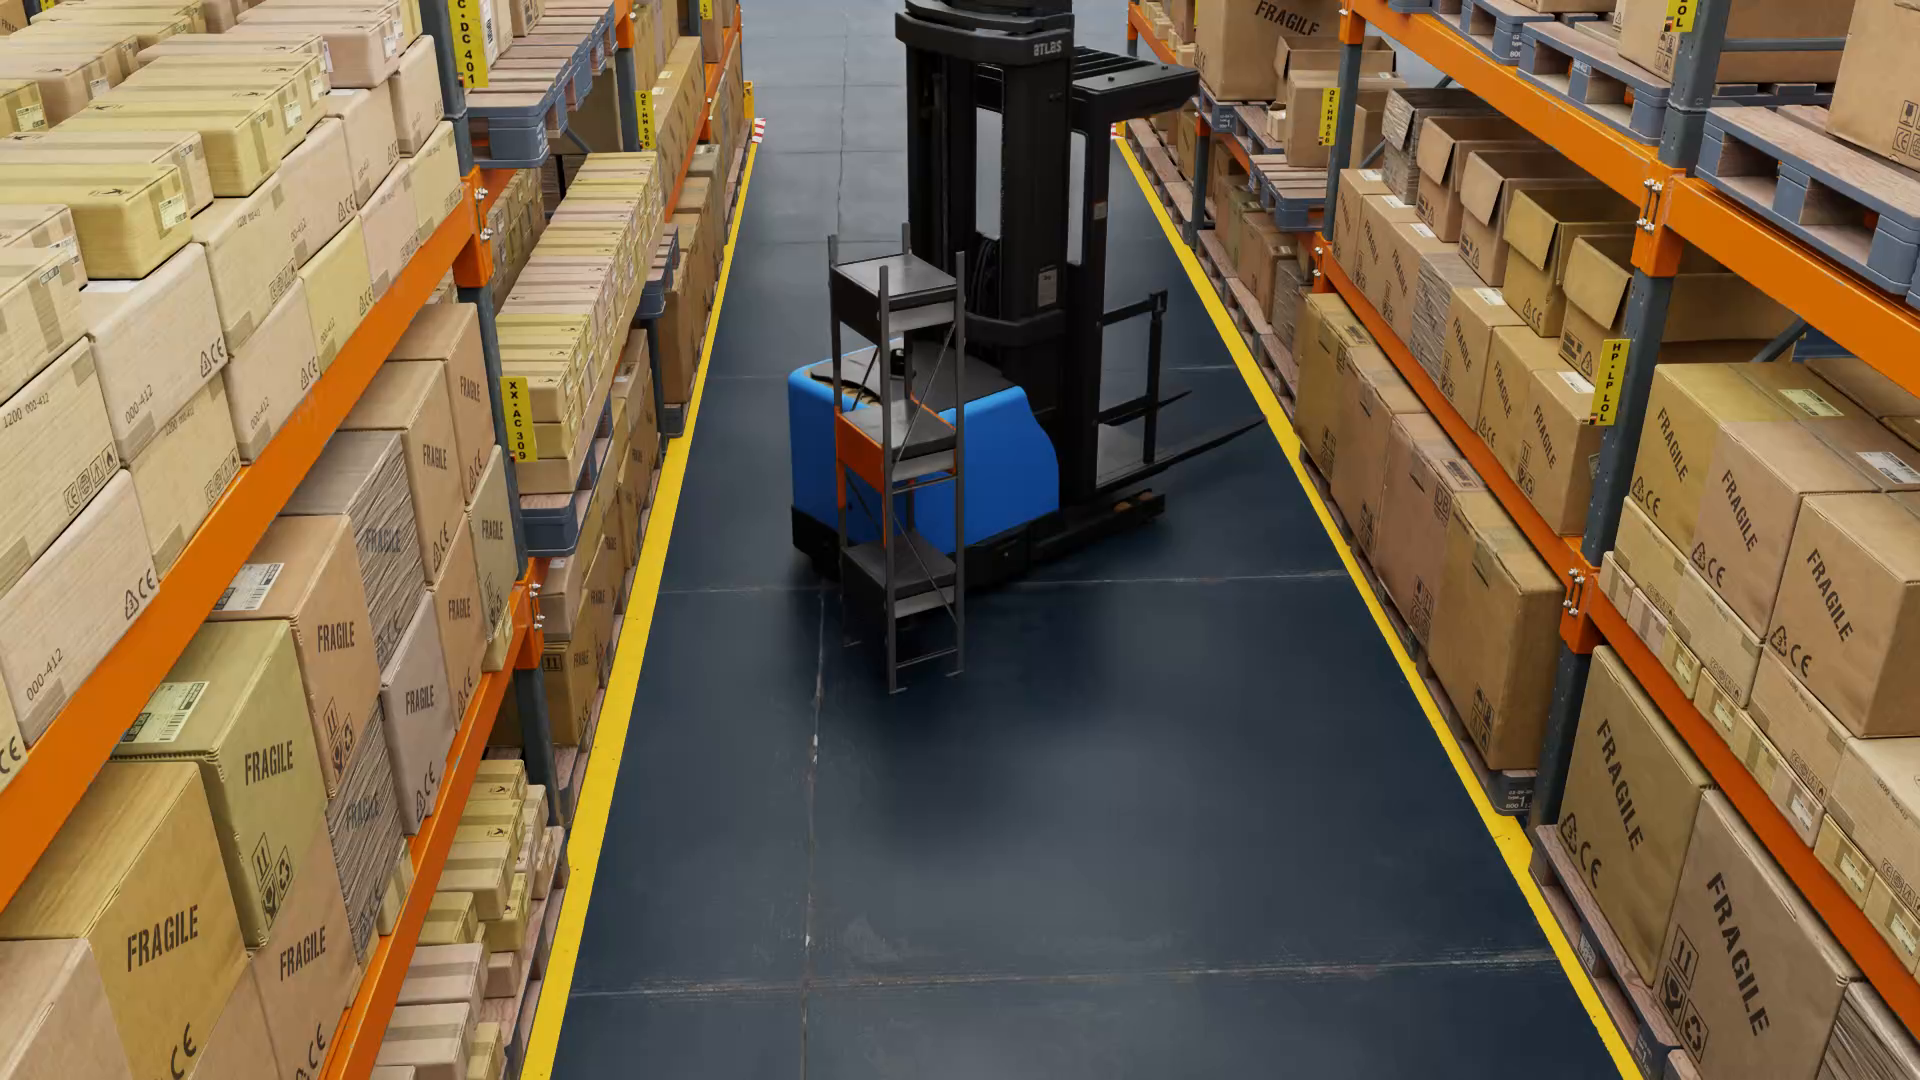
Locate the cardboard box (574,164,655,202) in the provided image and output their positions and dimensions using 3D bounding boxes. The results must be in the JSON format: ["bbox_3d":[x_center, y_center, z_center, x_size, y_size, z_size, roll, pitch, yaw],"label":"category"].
[{"bbox_3d":[-1.821,-1.879,8.783,0.380,0.149,0.250,-2,28,-3],"label":"cardboard box"}]

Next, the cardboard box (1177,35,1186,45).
[{"bbox_3d":[2.114,-4.351,14.621,0.380,0.149,0.250,-1,28,-3],"label":"cardboard box"}]

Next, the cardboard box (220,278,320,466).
[{"bbox_3d":[-1.745,-0.374,3.641,0.500,0.250,0.500,-2,28,-3],"label":"cardboard box"}]

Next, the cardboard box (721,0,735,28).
[{"bbox_3d":[-2.618,-5.209,15.831,0.875,0.550,0.550,-1,28,-3],"label":"cardboard box"}]

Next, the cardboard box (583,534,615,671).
[{"bbox_3d":[-1.910,0.306,7.669,0.500,0.500,0.500,0,28,0],"label":"cardboard box"}]

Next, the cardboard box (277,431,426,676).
[{"bbox_3d":[-1.767,0.042,4.415,0.500,0.500,0.500,-1,28,-1],"label":"cardboard box"}]

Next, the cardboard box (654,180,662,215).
[{"bbox_3d":[-1.835,-1.861,9.071,0.380,0.149,0.250,-1,28,-2],"label":"cardboard box"}]

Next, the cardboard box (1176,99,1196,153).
[{"bbox_3d":[2.320,-3.864,15.663,0.500,0.500,0.500,1,28,2],"label":"cardboard box"}]

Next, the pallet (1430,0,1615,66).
[{"bbox_3d":[2.791,-2.379,7.527,1.003,0.211,1.213,0,28,0],"label":"pallet"}]

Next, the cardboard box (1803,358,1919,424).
[{"bbox_3d":[3.143,-0.290,5.591,0.500,0.500,0.500,-1,28,-1],"label":"cardboard box"}]

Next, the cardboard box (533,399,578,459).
[{"bbox_3d":[-1.668,-0.424,6.316,0.380,0.149,0.250,-1,28,-2],"label":"cardboard box"}]

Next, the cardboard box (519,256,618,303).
[{"bbox_3d":[-1.736,-1.153,7.392,0.380,0.149,0.250,0,28,-1],"label":"cardboard box"}]

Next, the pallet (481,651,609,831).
[{"bbox_3d":[-2.149,0.852,7.387,1.003,0.211,1.213,-1,28,-3],"label":"pallet"}]

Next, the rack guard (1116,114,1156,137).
[{"bbox_3d":[2.229,-4.496,17.329,1.175,0.500,0.348,-1,28,-3],"label":"rack guard"}]

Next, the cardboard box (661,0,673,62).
[{"bbox_3d":[-2.464,-3.740,11.988,0.700,0.500,0.500,-2,28,-3],"label":"cardboard box"}]

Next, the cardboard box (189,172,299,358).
[{"bbox_3d":[-1.732,-0.580,3.496,0.500,0.250,0.500,-2,28,-5],"label":"cardboard box"}]

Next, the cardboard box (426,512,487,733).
[{"bbox_3d":[-1.773,0.256,5.086,0.500,0.500,0.500,-2,28,-4],"label":"cardboard box"}]

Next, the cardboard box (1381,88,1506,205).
[{"bbox_3d":[2.665,-2.096,8.832,0.797,0.503,0.637,0,28,-1],"label":"cardboard box"}]

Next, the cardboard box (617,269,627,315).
[{"bbox_3d":[-1.752,-1.146,7.700,0.380,0.149,0.250,-2,28,-4],"label":"cardboard box"}]

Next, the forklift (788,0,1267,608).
[{"bbox_3d":[0.530,-1.507,8.970,3.031,2.935,1.130,-22,35,-36],"label":"forklift"}]

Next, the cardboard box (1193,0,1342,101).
[{"bbox_3d":[2.336,-3.874,12.331,1.000,1.000,1.000,-1,28,-2],"label":"cardboard box"}]

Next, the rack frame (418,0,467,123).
[{"bbox_3d":[-2.107,-2.684,4.666,1.000,3.000,0.127,-1,28,-3],"label":"rack frame"}]

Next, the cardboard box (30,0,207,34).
[{"bbox_3d":[-2.352,-1.420,4.675,0.380,0.149,0.250,-3,28,-5],"label":"cardboard box"}]

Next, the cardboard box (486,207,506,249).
[{"bbox_3d":[-2.431,-1.508,8.071,0.380,0.149,0.250,0,28,0],"label":"cardboard box"}]

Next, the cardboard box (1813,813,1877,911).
[{"bbox_3d":[2.618,0.878,4.594,0.380,0.149,0.250,-2,28,-4],"label":"cardboard box"}]

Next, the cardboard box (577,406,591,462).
[{"bbox_3d":[-1.688,-0.420,6.630,0.380,0.149,0.250,-1,28,-2],"label":"cardboard box"}]

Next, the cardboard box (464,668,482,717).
[{"bbox_3d":[-1.781,0.454,5.407,0.380,0.149,0.250,0,28,-1],"label":"cardboard box"}]

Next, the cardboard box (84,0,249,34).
[{"bbox_3d":[-2.333,-1.546,4.918,0.380,0.149,0.250,-2,28,-4],"label":"cardboard box"}]

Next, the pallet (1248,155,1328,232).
[{"bbox_3d":[2.499,-2.186,10.406,1.213,0.211,1.003,-1,28,-3],"label":"pallet"}]

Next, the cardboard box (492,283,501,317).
[{"bbox_3d":[-2.423,-1.123,7.977,0.380,0.149,0.250,-1,28,-2],"label":"cardboard box"}]

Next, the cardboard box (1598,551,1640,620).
[{"bbox_3d":[2.535,0.158,5.974,0.380,0.149,0.250,-1,28,-3],"label":"cardboard box"}]

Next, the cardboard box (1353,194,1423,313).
[{"bbox_3d":[2.426,-1.520,8.813,0.500,0.500,0.500,-2,28,-4],"label":"cardboard box"}]

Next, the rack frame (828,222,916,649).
[{"bbox_3d":[-0.401,-0.443,7.828,0.400,2.100,0.015,-15,31,-26],"label":"rack frame"}]

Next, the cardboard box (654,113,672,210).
[{"bbox_3d":[-2.099,-2.365,10.432,0.500,0.500,0.500,-2,28,-3],"label":"cardboard box"}]

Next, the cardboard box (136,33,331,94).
[{"bbox_3d":[-1.843,-1.191,4.236,0.380,0.149,0.250,0,28,-1],"label":"cardboard box"}]

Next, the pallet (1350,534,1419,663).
[{"bbox_3d":[2.670,0.220,8.601,1.003,0.211,1.213,-1,28,-3],"label":"pallet"}]

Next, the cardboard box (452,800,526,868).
[{"bbox_3d":[-1.775,1.065,5.950,0.380,0.149,0.250,-1,28,-2],"label":"cardboard box"}]

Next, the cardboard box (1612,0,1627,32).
[{"bbox_3d":[2.884,-2.083,6.399,0.500,0.311,0.500,-2,28,-4],"label":"cardboard box"}]

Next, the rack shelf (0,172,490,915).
[{"bbox_3d":[-2.002,-0.112,3.755,1.077,0.370,4.000,-1,28,-3],"label":"rack shelf"}]

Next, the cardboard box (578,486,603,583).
[{"bbox_3d":[-1.912,-0.028,7.499,0.500,0.250,0.500,-1,28,-1],"label":"cardboard box"}]

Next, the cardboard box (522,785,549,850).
[{"bbox_3d":[-1.773,1.059,6.282,0.380,0.149,0.250,-1,28,-2],"label":"cardboard box"}]

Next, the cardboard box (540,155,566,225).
[{"bbox_3d":[-2.607,-2.118,9.958,0.500,0.500,0.500,-1,28,-3],"label":"cardboard box"}]

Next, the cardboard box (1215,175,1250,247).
[{"bbox_3d":[2.445,-2.595,13.209,0.700,0.500,0.500,-3,28,-7],"label":"cardboard box"}]

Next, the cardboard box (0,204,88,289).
[{"bbox_3d":[-1.755,-0.468,2.851,0.380,0.149,0.250,-1,28,-1],"label":"cardboard box"}]

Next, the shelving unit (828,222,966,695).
[{"bbox_3d":[-0.280,-0.345,7.640,0.431,2.100,0.503,-15,31,-26],"label":"shelving unit"}]

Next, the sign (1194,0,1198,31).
[{"bbox_3d":[1.893,-4.159,13.045,0.100,0.325,0.005,-1,28,-3],"label":"sign"}]

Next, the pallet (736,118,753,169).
[{"bbox_3d":[-2.613,-3.962,16.619,1.003,0.211,1.213,-1,28,-3],"label":"pallet"}]

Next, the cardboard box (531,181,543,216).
[{"bbox_3d":[-2.491,-1.850,9.050,0.380,0.149,0.250,0,28,0],"label":"cardboard box"}]

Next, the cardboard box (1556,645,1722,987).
[{"bbox_3d":[2.806,0.965,6.000,0.875,0.875,0.875,-1,28,-3],"label":"cardboard box"}]

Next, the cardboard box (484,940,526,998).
[{"bbox_3d":[-1.738,1.469,5.819,0.380,0.149,0.250,-2,28,-4],"label":"cardboard box"}]

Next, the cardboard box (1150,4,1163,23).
[{"bbox_3d":[2.028,-5.044,15.949,0.380,0.149,0.250,-1,28,-3],"label":"cardboard box"}]

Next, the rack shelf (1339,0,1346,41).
[{"bbox_3d":[2.539,-3.879,10.979,1.077,0.370,4.000,-1,28,-3],"label":"rack shelf"}]

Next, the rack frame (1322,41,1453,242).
[{"bbox_3d":[2.643,-1.945,9.735,1.000,3.000,0.127,-1,28,-3],"label":"rack frame"}]

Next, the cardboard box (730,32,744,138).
[{"bbox_3d":[-2.632,-4.499,16.475,0.875,0.875,0.875,-1,28,-2],"label":"cardboard box"}]

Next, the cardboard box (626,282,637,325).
[{"bbox_3d":[-1.769,-1.137,8.005,0.380,0.149,0.250,-1,28,-1],"label":"cardboard box"}]

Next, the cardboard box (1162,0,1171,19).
[{"bbox_3d":[2.355,-5.101,15.357,0.875,0.500,0.500,-1,28,-3],"label":"cardboard box"}]
